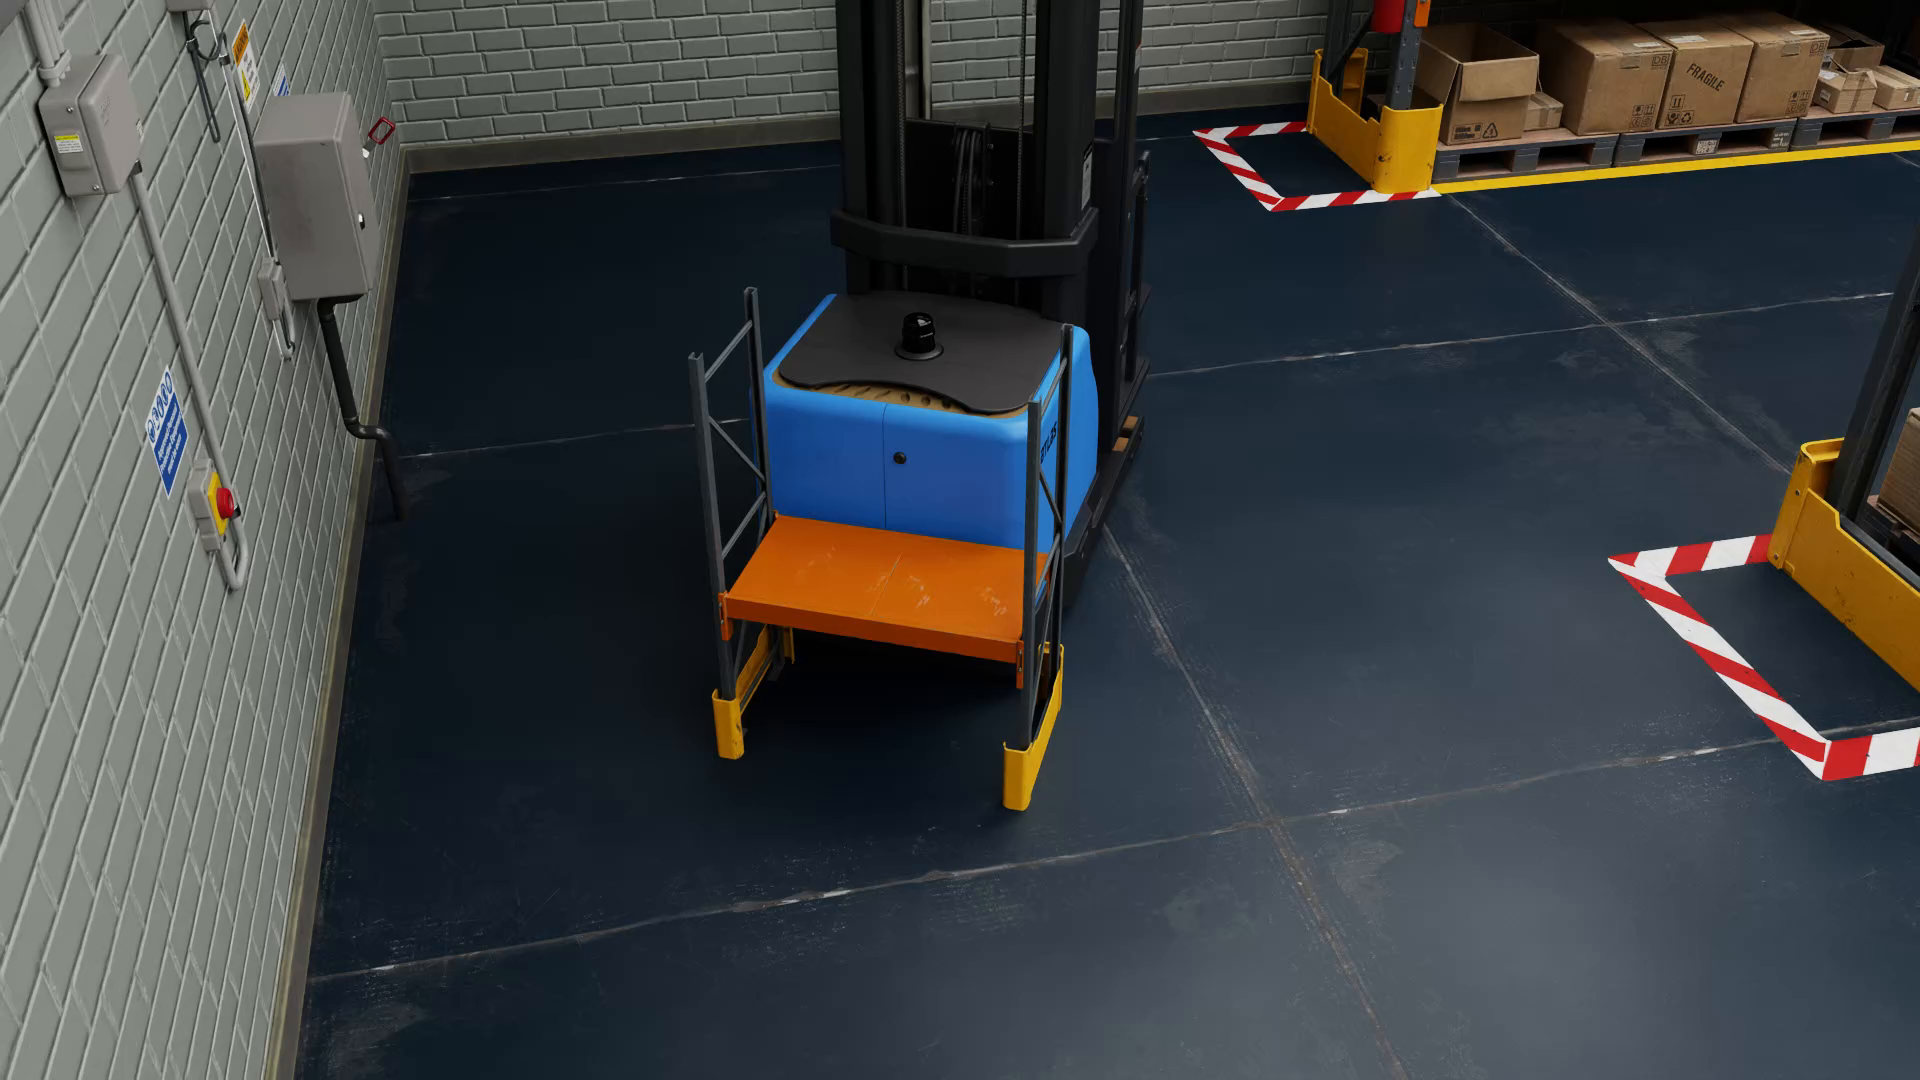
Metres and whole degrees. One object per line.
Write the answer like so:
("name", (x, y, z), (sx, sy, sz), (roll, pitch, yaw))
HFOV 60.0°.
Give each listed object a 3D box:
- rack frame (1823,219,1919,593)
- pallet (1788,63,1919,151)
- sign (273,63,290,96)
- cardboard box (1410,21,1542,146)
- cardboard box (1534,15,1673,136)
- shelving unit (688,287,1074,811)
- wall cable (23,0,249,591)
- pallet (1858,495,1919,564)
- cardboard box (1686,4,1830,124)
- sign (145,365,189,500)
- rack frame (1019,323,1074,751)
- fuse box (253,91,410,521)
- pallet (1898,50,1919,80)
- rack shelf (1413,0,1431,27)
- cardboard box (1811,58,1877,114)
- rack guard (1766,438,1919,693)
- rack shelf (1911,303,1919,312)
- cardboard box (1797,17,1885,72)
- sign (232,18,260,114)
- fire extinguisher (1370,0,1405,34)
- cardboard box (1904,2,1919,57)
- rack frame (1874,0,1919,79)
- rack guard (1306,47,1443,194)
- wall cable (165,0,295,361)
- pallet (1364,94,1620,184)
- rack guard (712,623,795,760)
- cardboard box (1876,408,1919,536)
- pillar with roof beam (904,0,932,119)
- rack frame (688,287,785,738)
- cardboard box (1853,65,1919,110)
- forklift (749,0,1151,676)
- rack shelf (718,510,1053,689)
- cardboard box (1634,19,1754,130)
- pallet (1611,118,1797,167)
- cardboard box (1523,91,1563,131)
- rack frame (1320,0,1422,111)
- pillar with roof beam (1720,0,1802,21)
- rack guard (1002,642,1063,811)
("rack frame", (3.529, -0.904, 5.406), (0.127, 3.000, 1.000), (-7, 35, -11))
("pallet", (5.662, -2.852, 10.810), (1.213, 0.211, 1.003), (-7, 35, -11))
("sign", (-2.598, -1.562, 6.471), (0.001, 0.494, 0.329), (-7, 35, -11))
("cardboard box", (3.048, -2.763, 10.039), (0.637, 0.503, 0.797), (-9, 35, -12))
("cardboard box", (3.890, -2.846, 10.165), (0.500, 0.500, 0.700), (-6, 34, -9))
("shelving unit", (-0.234, 0.031, 5.358), (1.083, 1.500, 0.587), (8, 35, 12))
("wall cable", (-1.965, -0.633, 4.062), (0.123, 1.953, 0.585), (-7, 35, -11))
("pallet", (4.292, 0.113, 6.393), (1.213, 0.211, 1.003), (-7, 35, -11))
("cardboard box", (4.903, -2.973, 10.355), (0.500, 0.500, 0.700), (-8, 35, -12))
("sign", (-2.014, -0.277, 4.228), (0.001, 0.218, 0.327), (-7, 35, -11))
("rack frame", (0.267, 0.103, 5.249), (0.032, 1.500, 0.500), (8, 35, 12))
("fuse box", (-2.287, -0.823, 6.441), (0.414, 1.711, 0.539), (-7, 35, -11))
("pallet", (7.117, -3.056, 11.115), (1.213, 0.211, 1.003), (-7, 35, -11))
("rack shelf", (4.381, -3.549, 9.992), (4.000, 0.370, 1.077), (-7, 35, -11))
("cardboard box", (5.505, -2.860, 10.397), (0.258, 0.266, 0.396), (-6, 34, -9))
("rack guard", (3.506, 0.136, 6.098), (0.348, 0.500, 1.175), (-7, 35, -11))
("rack shelf", (5.480, -0.852, 5.973), (4.000, 0.370, 1.077), (-7, 35, -11))
("cardboard box", (5.635, -3.199, 10.861), (0.500, 0.311, 0.500), (-6, 34, -9))
("sign", (-2.476, -1.646, 5.769), (0.001, 0.242, 0.339), (-7, 35, -11))
("fire extinguisher", (2.389, -3.145, 9.149), (0.183, 0.674, 0.296), (-7, 35, -11))
("cardboard box", (6.746, -3.451, 11.067), (0.500, 0.500, 0.500), (-7, 35, -11))
("rack frame", (6.332, -4.093, 10.158), (0.127, 3.000, 1.000), (-7, 35, -11))
("rack guard", (2.505, -2.573, 10.136), (0.348, 0.500, 1.175), (-7, 35, -11))
("wall cable", (-2.290, -1.390, 5.217), (0.122, 1.984, 0.588), (-7, 35, -11))
("pallet", (3.282, -2.552, 10.363), (1.213, 0.211, 1.003), (-7, 35, -11))
("rack guard", (-0.715, 0.479, 5.811), (0.087, 0.250, 0.587), (8, 35, 12))
("cardboard box", (4.151, -0.150, 6.205), (0.875, 0.438, 0.875), (-8, 35, -12))
("pillar with roof beam", (0.552, -3.911, 4.503), (0.400, 9.000, 9.100), (-7, 35, -11))
("rack frame", (-0.717, -0.040, 5.462), (0.032, 1.500, 0.500), (8, 35, 12))
("cardboard box", (5.853, -2.856, 10.495), (0.250, 0.149, 0.380), (-8, 35, -12))
("forklift", (0.181, -1.550, 6.429), (1.130, 2.935, 3.031), (10, 35, 14))
("rack shelf", (-0.225, 0.181, 5.456), (1.000, 0.185, 0.538), (8, 35, 12))
("cardboard box", (4.428, -2.856, 10.181), (0.500, 0.500, 0.500), (-7, 34, -10))
("pallet", (4.470, -2.700, 10.584), (1.213, 0.211, 1.003), (-7, 35, -11))
("cardboard box", (3.471, -2.647, 10.184), (0.250, 0.149, 0.380), (-9, 35, -12))
("rack frame", (2.431, -3.602, 9.425), (0.127, 3.000, 1.000), (-7, 35, -11))
("pillar with roof beam", (6.404, -4.649, 5.602), (0.400, 9.000, 9.100), (-7, 35, -11))
("rack guard", (0.249, 0.619, 5.602), (0.087, 0.250, 0.587), (8, 35, 12))
